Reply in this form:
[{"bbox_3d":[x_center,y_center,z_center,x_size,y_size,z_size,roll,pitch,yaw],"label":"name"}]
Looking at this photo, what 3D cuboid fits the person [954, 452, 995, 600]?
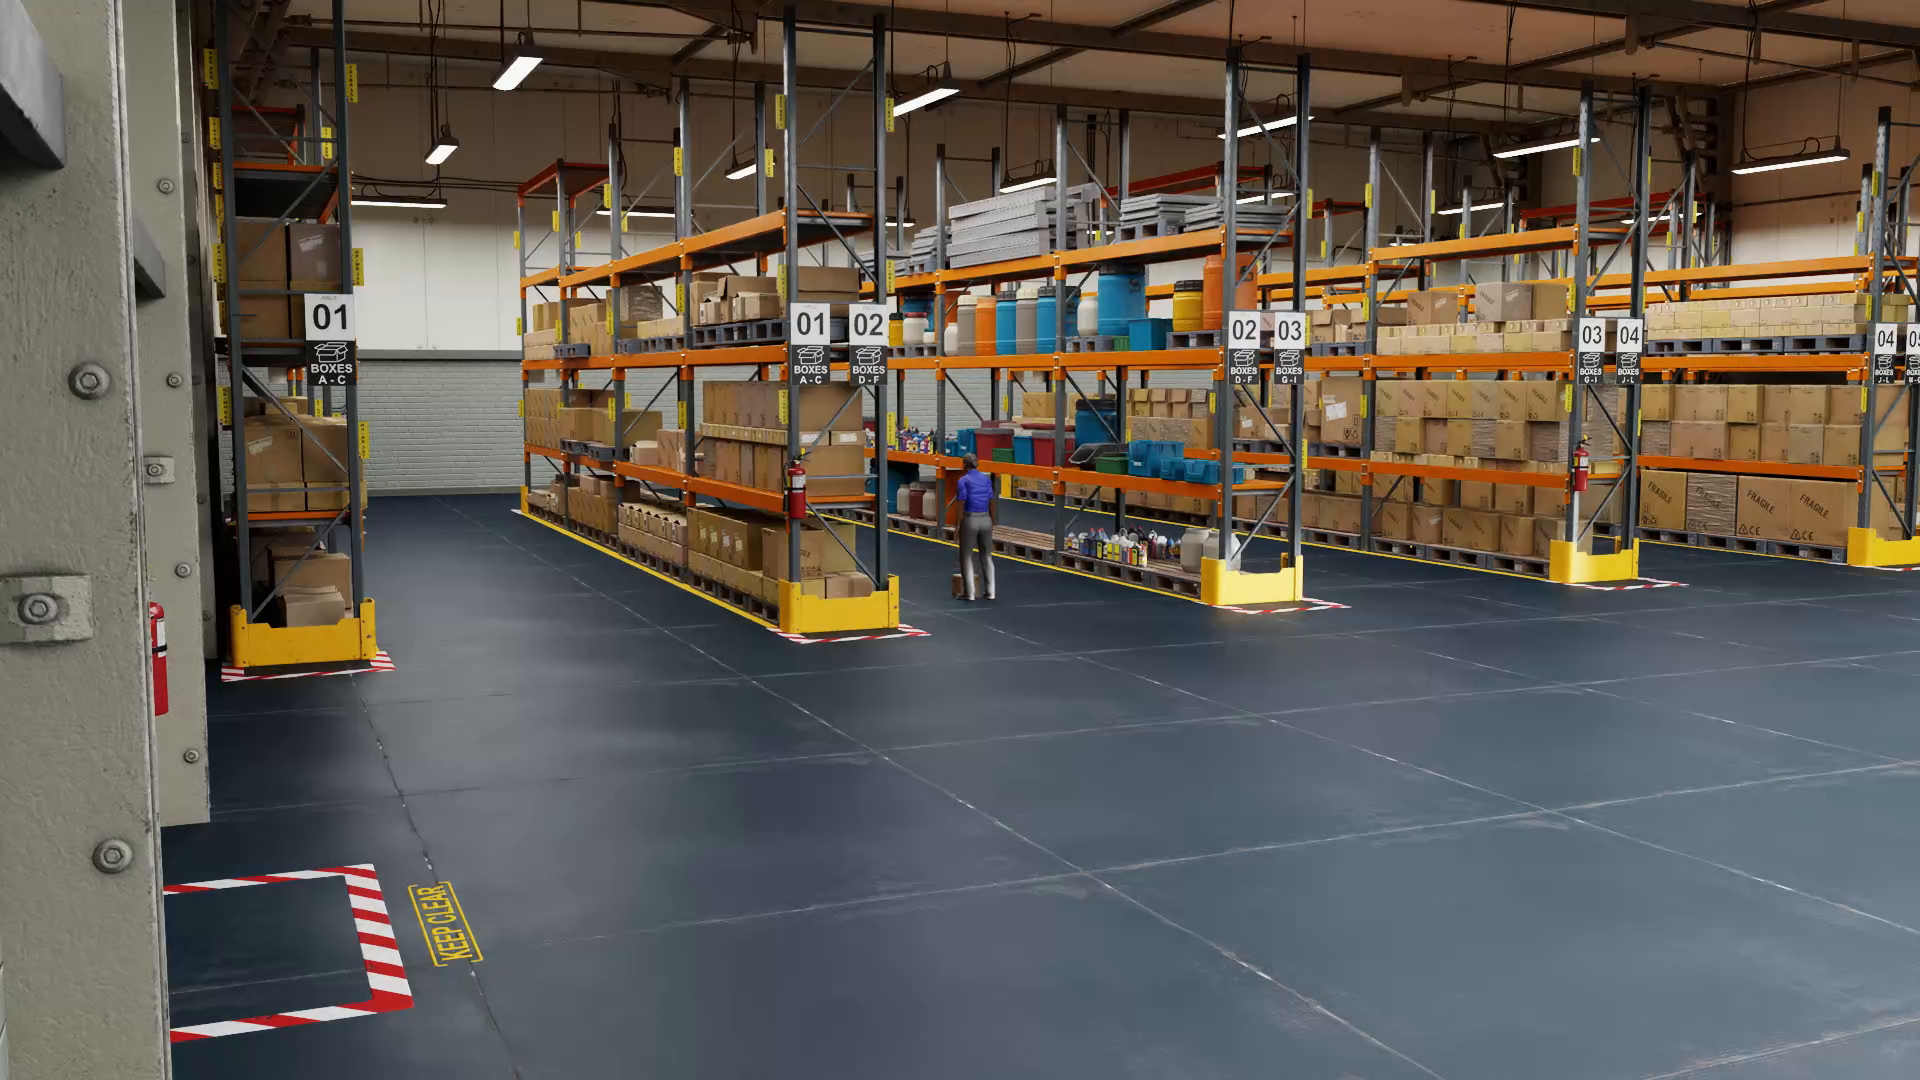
[{"bbox_3d":[0.173,-0.154,18.633,0.527,1.653,0.350,-3,6,-27],"label":"person"}]
